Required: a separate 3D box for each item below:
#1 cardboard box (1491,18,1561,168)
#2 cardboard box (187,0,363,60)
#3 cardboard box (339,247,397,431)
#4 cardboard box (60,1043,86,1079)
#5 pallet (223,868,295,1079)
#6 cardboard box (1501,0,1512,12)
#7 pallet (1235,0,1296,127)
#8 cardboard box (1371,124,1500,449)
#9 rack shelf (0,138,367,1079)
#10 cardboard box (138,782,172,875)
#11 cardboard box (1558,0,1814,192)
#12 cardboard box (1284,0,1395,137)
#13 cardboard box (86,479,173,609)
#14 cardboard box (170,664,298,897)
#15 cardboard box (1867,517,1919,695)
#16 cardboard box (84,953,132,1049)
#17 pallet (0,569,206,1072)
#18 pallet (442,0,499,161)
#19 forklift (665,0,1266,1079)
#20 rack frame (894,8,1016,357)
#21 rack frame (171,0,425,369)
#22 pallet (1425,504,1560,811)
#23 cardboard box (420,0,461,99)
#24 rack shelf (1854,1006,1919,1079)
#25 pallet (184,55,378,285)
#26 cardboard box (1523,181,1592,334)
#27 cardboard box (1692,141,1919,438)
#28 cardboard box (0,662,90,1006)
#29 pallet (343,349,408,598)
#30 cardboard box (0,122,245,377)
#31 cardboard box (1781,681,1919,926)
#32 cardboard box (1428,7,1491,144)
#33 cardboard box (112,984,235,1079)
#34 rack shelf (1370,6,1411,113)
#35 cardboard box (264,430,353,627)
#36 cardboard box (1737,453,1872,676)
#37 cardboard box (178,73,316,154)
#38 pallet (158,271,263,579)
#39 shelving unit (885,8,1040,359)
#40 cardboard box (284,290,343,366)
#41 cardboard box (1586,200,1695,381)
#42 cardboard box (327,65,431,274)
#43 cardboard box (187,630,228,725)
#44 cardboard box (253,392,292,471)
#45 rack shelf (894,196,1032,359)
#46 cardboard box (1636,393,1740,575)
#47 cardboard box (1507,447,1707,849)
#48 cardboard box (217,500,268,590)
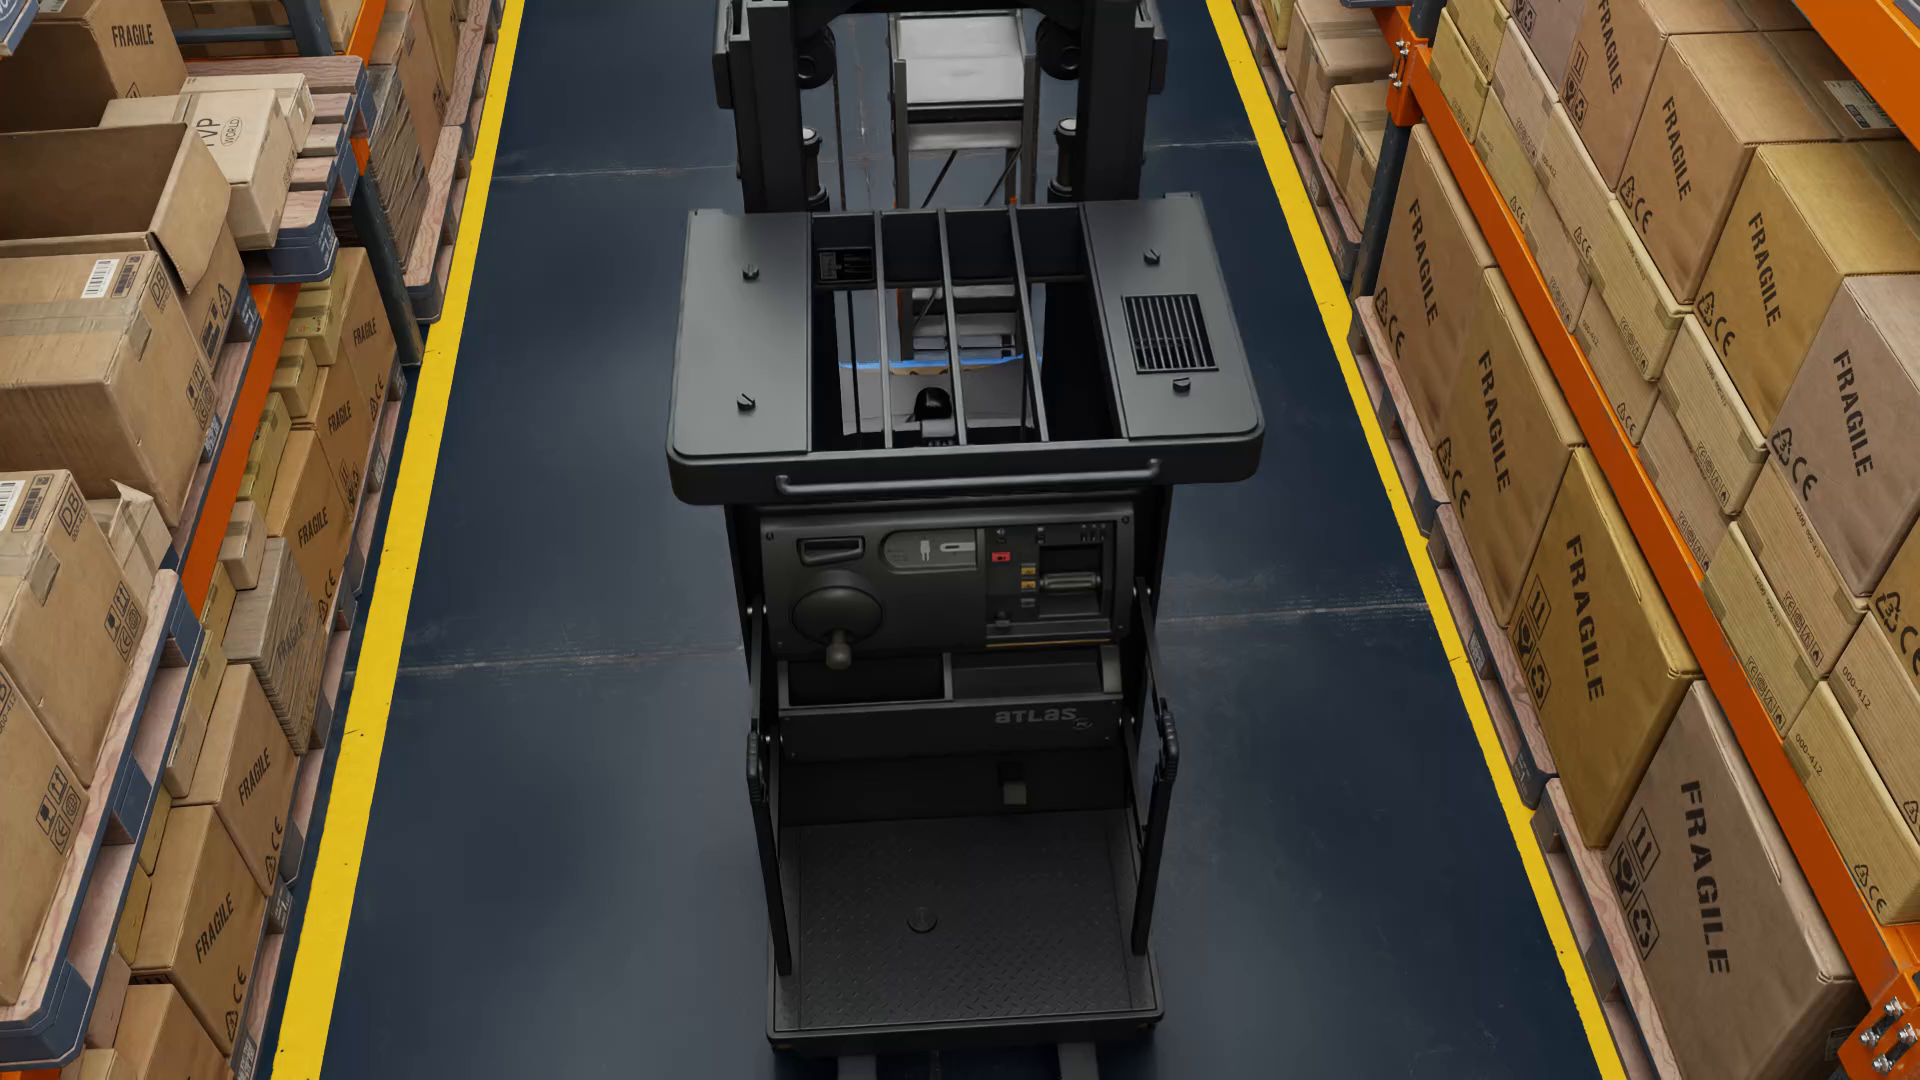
[{"bbox_3d":[2.034,-1.434,5.301,0.500,0.250,0.500,-2,47,-2],"label":"cardboard box"},{"bbox_3d":[-2.544,-2.050,6.228,0.500,0.250,0.500,-3,47,-3],"label":"cardboard box"},{"bbox_3d":[-2.501,-0.757,6.334,0.500,0.500,0.500,-2,47,-2],"label":"cardboard box"},{"bbox_3d":[-2.241,1.247,3.784,0.380,0.149,0.250,-4,47,-4],"label":"cardboard box"},{"bbox_3d":[-2.521,1.502,4.683,1.003,0.211,1.213,-3,47,-3],"label":"pallet"},{"bbox_3d":[1.993,-2.076,5.393,0.500,0.500,0.500,-5,47,-5],"label":"cardboard box"},{"bbox_3d":[2.033,-2.557,8.526,1.003,0.211,1.213,-3,47,-3],"label":"pallet"},{"bbox_3d":[2.171,-0.979,6.285,0.875,0.875,0.875,-4,47,-4],"label":"cardboard box"},{"bbox_3d":[-2.583,-0.071,4.747,1.077,0.370,4.000,-3,47,-3],"label":"rack shelf"},{"bbox_3d":[-2.350,0.767,4.443,0.380,0.149,0.250,-4,47,-4],"label":"cardboard box"},{"bbox_3d":[2.072,-1.343,4.698,0.500,0.500,0.500,-2,47,-2],"label":"cardboard box"},{"bbox_3d":[2.089,-2.253,7.839,0.950,0.372,0.625,-4,47,-4],"label":"cardboard box"},{"bbox_3d":[-2.149,0.002,3.985,0.396,0.266,0.258,-1,47,-1],"label":"cardboard box"},{"bbox_3d":[-2.323,0.734,4.921,0.500,0.500,0.500,-5,47,-4],"label":"cardboard box"},{"bbox_3d":[2.243,0.138,3.296,0.500,0.500,0.500,-2,47,-2],"label":"cardboard box"},{"bbox_3d":[-2.280,1.150,4.081,0.380,0.149,0.250,-5,47,-4],"label":"cardboard box"},{"bbox_3d":[-2.373,0.610,3.738,1.003,0.211,1.213,-3,47,-3],"label":"pallet"},{"bbox_3d":[-2.879,-2.285,8.269,1.003,0.211,1.213,-3,47,-3],"label":"pallet"},{"bbox_3d":[-0.011,0.214,4.029,1.130,2.935,3.031,-3,47,-2],"label":"forklift"},{"bbox_3d":[-0.016,-0.973,5.725,0.400,2.100,0.015,-3,47,-2],"label":"rack frame"},{"bbox_3d":[-2.750,-1.765,5.856,1.000,3.000,0.127,-3,47,-3],"label":"rack frame"},{"bbox_3d":[2.286,0.345,5.778,1.003,0.211,1.213,-3,47,-3],"label":"pallet"},{"bbox_3d":[-2.908,-2.505,7.902,0.875,0.625,0.625,-5,47,-5],"label":"cardboard box"},{"bbox_3d":[2.698,2.519,2.294,1.077,0.370,4.000,-3,47,-3],"label":"rack shelf"},{"bbox_3d":[-2.624,-1.213,5.465,1.213,0.211,1.003,-3,47,-3],"label":"pallet"},{"bbox_3d":[2.085,-0.898,5.138,0.500,0.250,0.500,-2,47,-2],"label":"cardboard box"},{"bbox_3d":[2.169,-0.604,3.998,0.500,0.500,0.500,-2,47,-2],"label":"cardboard box"},{"bbox_3d":[-2.233,0.586,3.271,0.700,0.500,0.500,-2,47,-2],"label":"cardboard box"},{"bbox_3d":[-2.725,-0.264,6.355,1.003,0.211,1.213,-3,47,-3],"label":"pallet"},{"bbox_3d":[-2.429,-0.775,4.558,0.797,0.503,0.637,-4,47,-4],"label":"cardboard box"},{"bbox_3d":[2.242,0.567,3.751,0.500,0.250,0.500,-4,47,-4],"label":"cardboard box"},{"bbox_3d":[1.986,-1.649,5.849,0.500,0.250,0.500,-4,47,-4],"label":"cardboard box"},{"bbox_3d":[-2.232,1.480,4.214,0.500,0.500,0.500,-2,47,-2],"label":"cardboard box"},{"bbox_3d":[2.028,-3.269,7.776,1.077,0.370,4.000,-3,47,-3],"label":"rack shelf"},{"bbox_3d":[-2.423,-0.016,5.632,0.500,0.500,0.500,-2,47,-2],"label":"cardboard box"},{"bbox_3d":[2.202,0.039,3.906,0.500,0.250,0.500,-2,47,-2],"label":"cardboard box"},{"bbox_3d":[-2.313,-1.371,5.367,0.380,0.149,0.250,-3,47,-3],"label":"cardboard box"},{"bbox_3d":[-2.583,-0.292,4.593,1.003,0.211,1.213,-3,47,-3],"label":"pallet"},{"bbox_3d":[0.000,-0.796,5.558,0.431,2.100,0.503,-3,47,-2],"label":"shelving unit"},{"bbox_3d":[-2.403,-0.736,5.866,0.380,0.149,0.250,-6,47,-5],"label":"cardboard box"},{"bbox_3d":[2.093,-0.705,4.611,0.500,0.250,0.500,-3,47,-3],"label":"cardboard box"},{"bbox_3d":[-2.789,-1.545,6.994,0.875,0.625,0.625,-2,47,-2],"label":"cardboard box"},{"bbox_3d":[-2.352,0.404,4.787,0.380,0.149,0.250,-2,47,-2],"label":"cardboard box"},{"bbox_3d":[-2.448,-0.349,5.500,0.380,0.149,0.250,-2,47,-2],"label":"cardboard box"},{"bbox_3d":[0.000,-0.787,5.568,0.431,0.518,0.480,-3,47,-2],"label":"rack shelf"},{"bbox_3d":[2.177,-0.168,4.446,0.500,0.250,0.500,-5,47,-4],"label":"cardboard box"},{"bbox_3d":[2.316,0.314,5.061,0.875,0.875,0.875,-2,47,-2],"label":"cardboard box"},{"bbox_3d":[-2.373,0.030,5.141,0.380,0.149,0.250,-6,47,-5],"label":"cardboard box"}]
